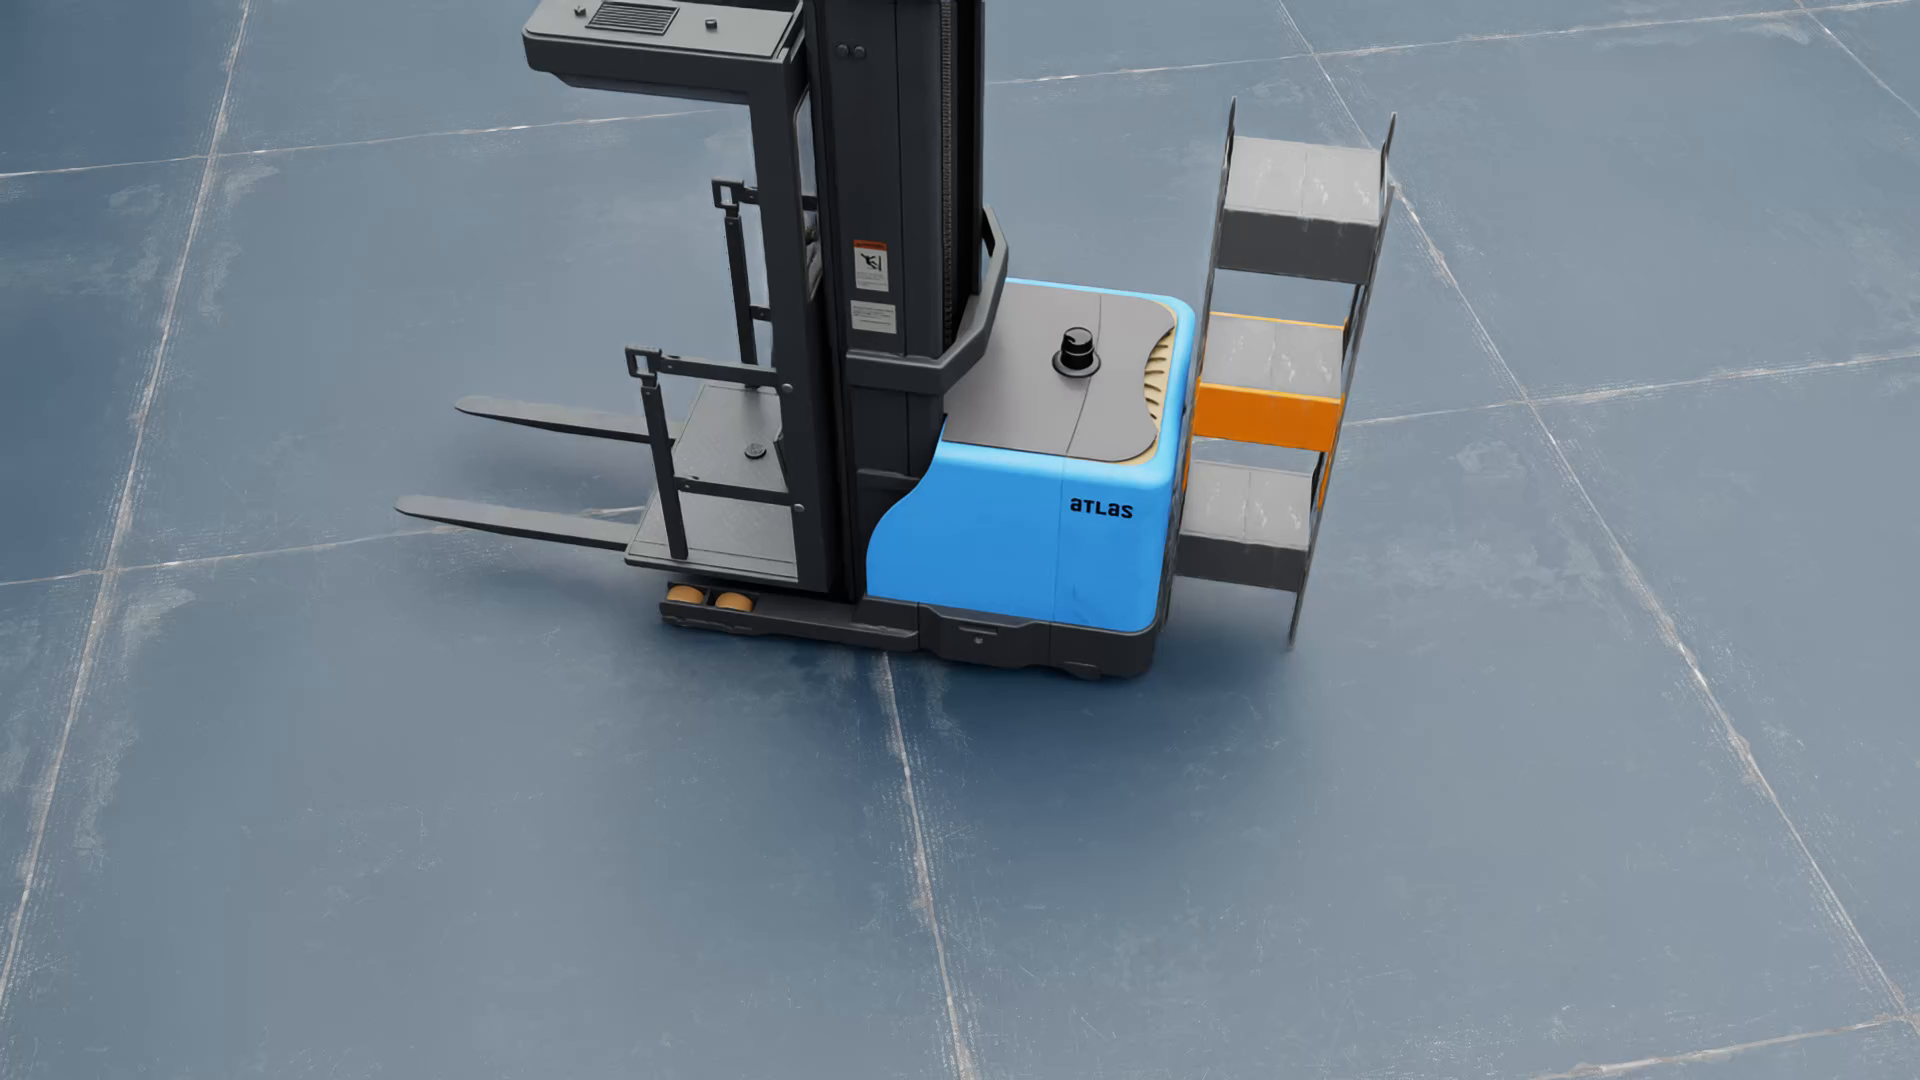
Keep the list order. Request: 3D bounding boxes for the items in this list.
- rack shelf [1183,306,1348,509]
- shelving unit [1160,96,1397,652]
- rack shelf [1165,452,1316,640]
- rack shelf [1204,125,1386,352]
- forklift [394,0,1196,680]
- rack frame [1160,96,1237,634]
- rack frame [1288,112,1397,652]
[{"bbox_3d":[1.055,-0.466,5.760,0.480,0.518,0.431,8,47,7],"label":"rack shelf"},{"bbox_3d":[1.055,-0.475,5.750,0.503,2.100,0.431,8,47,7],"label":"shelving unit"},{"bbox_3d":[1.055,0.020,6.264,0.480,0.518,0.431,8,47,7],"label":"rack shelf"},{"bbox_3d":[1.055,-0.951,5.255,0.480,0.518,0.431,8,47,7],"label":"rack shelf"},{"bbox_3d":[-0.689,-1.021,5.698,3.031,2.935,1.130,8,47,7],"label":"forklift"},{"bbox_3d":[0.815,-0.508,5.781,0.015,2.100,0.400,8,47,7],"label":"rack frame"},{"bbox_3d":[1.294,-0.442,5.718,0.015,2.100,0.400,8,47,7],"label":"rack frame"}]
